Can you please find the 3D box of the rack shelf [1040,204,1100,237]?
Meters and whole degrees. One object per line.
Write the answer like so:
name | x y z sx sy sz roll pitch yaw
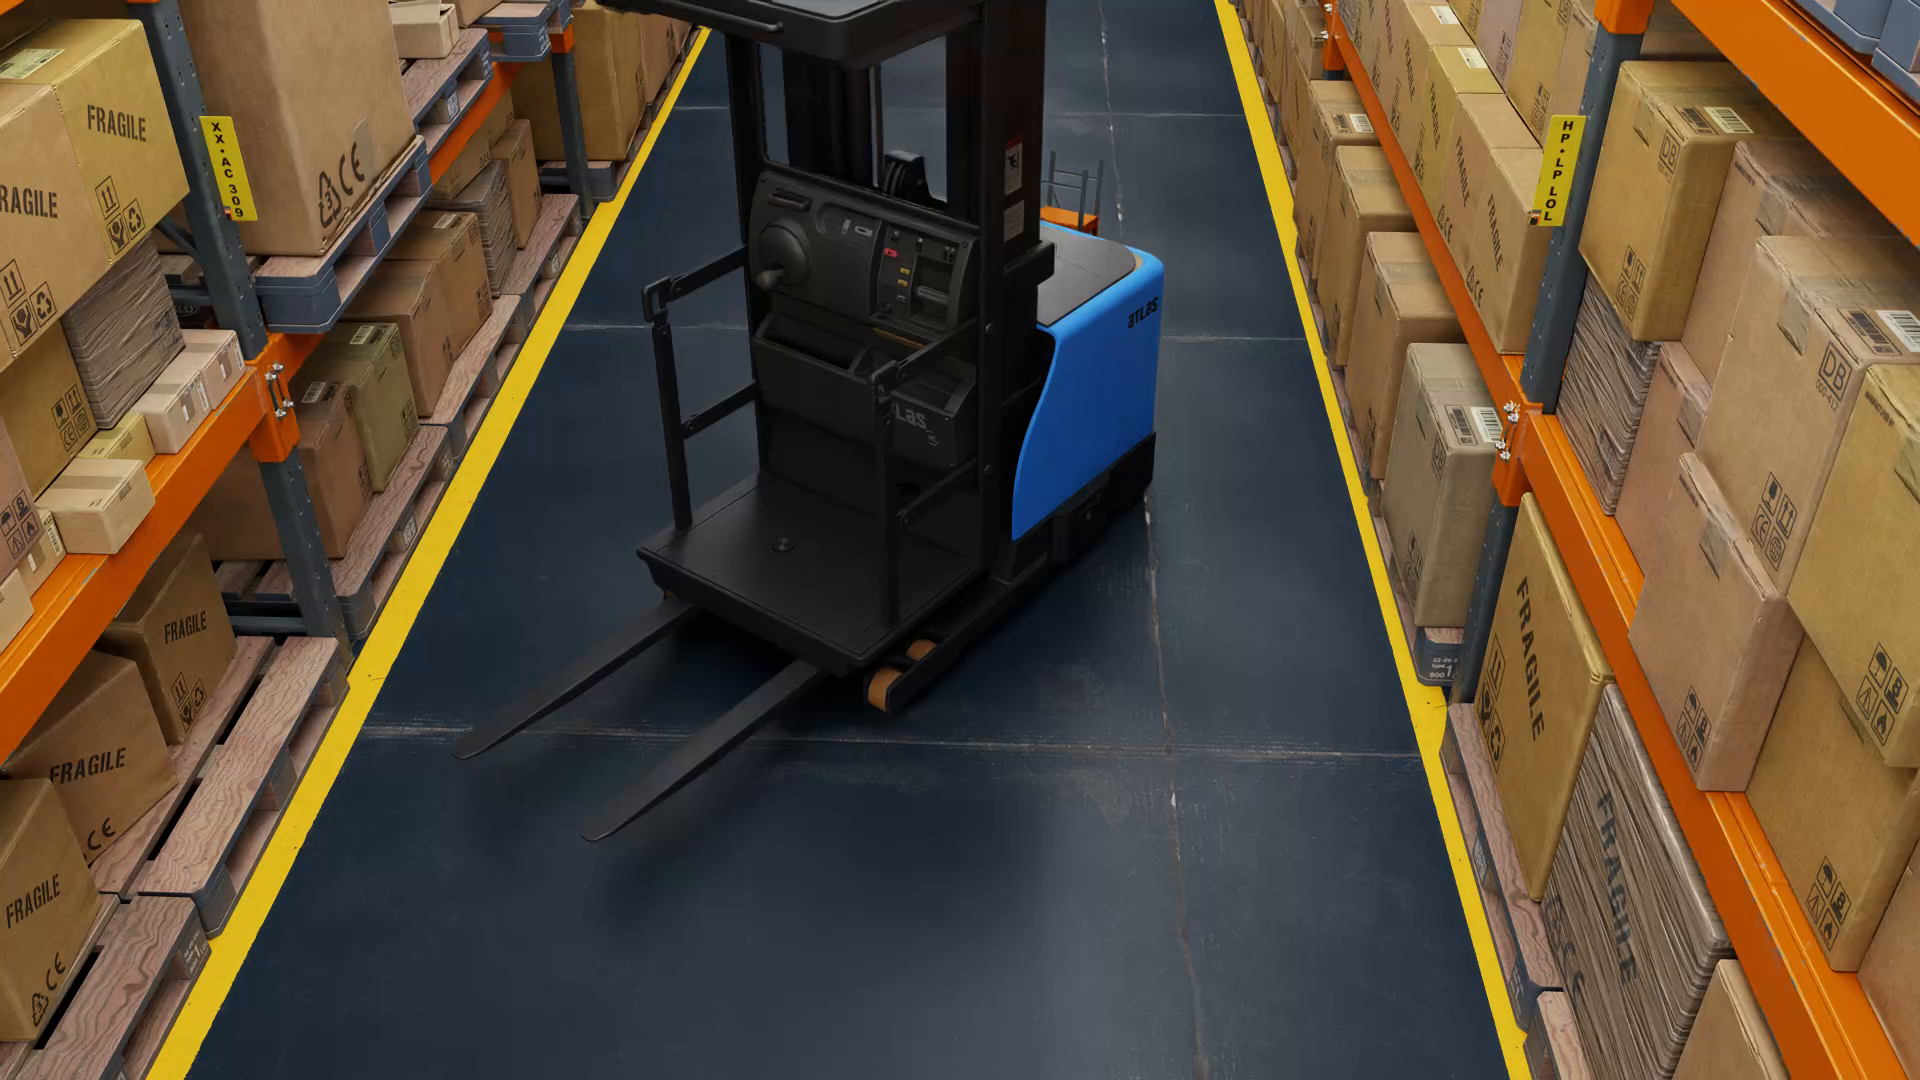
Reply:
rack shelf | 0.437 -1.328 7.038 0.258 0.103 0.180 16 30 21

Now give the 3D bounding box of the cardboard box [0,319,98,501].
cardboard box | -2.862 -0.379 4.335 0.875 0.500 0.500 1 35 2

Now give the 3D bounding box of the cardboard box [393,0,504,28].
cardboard box | -2.470 -2.636 7.440 0.700 0.500 0.500 6 36 9

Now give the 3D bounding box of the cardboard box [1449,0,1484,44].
cardboard box | 2.300 -2.198 6.313 0.700 0.500 0.500 1 35 1

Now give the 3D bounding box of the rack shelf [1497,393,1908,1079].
rack shelf | 2.145 0.856 3.548 1.077 0.370 4.000 1 35 2

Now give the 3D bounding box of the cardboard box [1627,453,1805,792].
cardboard box | 2.084 0.188 3.744 0.875 0.550 0.550 1 35 2

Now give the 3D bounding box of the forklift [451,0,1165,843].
forklift | -0.475 -0.909 5.494 1.130 2.935 3.031 23 41 29

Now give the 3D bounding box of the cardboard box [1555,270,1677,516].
cardboard box | 2.222 -0.436 4.631 0.875 0.550 0.550 1 35 2

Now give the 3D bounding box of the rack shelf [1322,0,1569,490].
rack shelf | 2.306 -1.442 6.818 1.077 0.370 4.000 1 35 2

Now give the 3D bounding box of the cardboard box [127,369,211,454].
cardboard box | -2.461 -0.383 4.905 0.380 0.149 0.250 1 35 2

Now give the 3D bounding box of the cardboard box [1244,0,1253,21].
cardboard box | 2.252 -3.914 11.519 0.500 0.500 0.500 3 35 4

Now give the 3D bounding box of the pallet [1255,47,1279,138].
pallet | 2.470 -2.892 10.682 1.003 0.211 1.213 1 35 2

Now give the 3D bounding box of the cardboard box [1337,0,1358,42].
cardboard box | 2.098 -2.674 7.860 0.500 0.500 0.500 2 35 2

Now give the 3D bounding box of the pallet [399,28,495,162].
pallet | -2.605 -1.841 6.928 1.003 0.211 1.213 1 35 2

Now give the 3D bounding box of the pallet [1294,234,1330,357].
pallet | 2.279 -1.293 8.406 1.003 0.211 1.213 1 35 2

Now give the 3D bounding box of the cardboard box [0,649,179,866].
cardboard box | -2.798 0.649 5.026 0.500 0.500 0.500 12 37 17

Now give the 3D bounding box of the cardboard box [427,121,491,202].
cardboard box | -2.574 -1.831 7.886 0.500 0.250 0.500 5 35 7

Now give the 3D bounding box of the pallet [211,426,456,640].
pallet | -2.697 -0.066 6.661 1.003 0.211 1.213 1 35 2

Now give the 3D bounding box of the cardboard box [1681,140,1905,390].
cardboard box | 2.270 -0.560 3.869 0.875 0.550 0.550 1 35 2

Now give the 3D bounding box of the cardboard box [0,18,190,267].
cardboard box | -2.470 -1.066 4.444 0.500 0.500 0.500 1 35 2

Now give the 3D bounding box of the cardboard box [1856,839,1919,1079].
cardboard box | 2.182 0.800 2.872 0.875 0.550 0.550 1 35 2

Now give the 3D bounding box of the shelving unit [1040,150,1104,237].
shelving unit | 0.419 -1.050 7.187 0.258 1.200 0.189 16 30 21

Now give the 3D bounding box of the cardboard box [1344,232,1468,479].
cardboard box | 2.203 -0.751 6.802 1.050 0.750 0.750 1 35 2

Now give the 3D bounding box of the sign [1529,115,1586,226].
sign | 1.683 -1.035 4.676 0.100 0.325 0.005 1 35 2

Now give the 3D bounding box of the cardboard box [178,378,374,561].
cardboard box | -2.681 -0.269 6.316 0.700 0.500 0.500 -1 35 -2

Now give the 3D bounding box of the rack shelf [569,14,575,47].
rack shelf | -2.486 -3.913 10.334 1.077 0.370 4.000 1 35 2

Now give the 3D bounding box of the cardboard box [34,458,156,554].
cardboard box | -2.430 -0.095 4.495 0.380 0.149 0.250 1 35 2

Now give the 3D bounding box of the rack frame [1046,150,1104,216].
rack frame | 0.458 -1.087 7.261 0.240 1.200 0.006 16 30 21

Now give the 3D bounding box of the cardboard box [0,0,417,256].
cardboard box | -2.555 -1.630 5.574 1.000 1.000 1.000 2 35 2

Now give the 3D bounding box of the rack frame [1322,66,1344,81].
rack frame | 2.386 -2.885 8.247 1.000 3.000 0.127 1 35 2

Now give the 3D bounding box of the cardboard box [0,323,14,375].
cardboard box | -2.510 -0.492 3.626 0.500 0.500 0.500 1 35 2

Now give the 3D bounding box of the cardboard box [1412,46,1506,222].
cardboard box | 2.020 -1.515 6.209 0.500 0.500 0.500 2 35 2

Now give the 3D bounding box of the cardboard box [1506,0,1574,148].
cardboard box | 2.258 -1.618 5.487 0.700 0.500 0.500 1 35 1

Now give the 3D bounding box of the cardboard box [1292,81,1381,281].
cardboard box | 2.272 -1.789 8.278 1.050 0.750 0.750 1 35 1

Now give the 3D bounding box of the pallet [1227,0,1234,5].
pallet | 2.538 -4.429 12.869 1.003 0.211 1.213 1 35 2

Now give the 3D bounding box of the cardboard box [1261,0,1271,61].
cardboard box | 2.225 -3.309 10.658 0.500 0.500 0.500 2 35 3

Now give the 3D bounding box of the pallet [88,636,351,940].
pallet | -2.718 0.768 5.474 1.003 0.211 1.213 1 35 2

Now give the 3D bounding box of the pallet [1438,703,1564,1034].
pallet | 2.116 0.989 5.159 1.003 0.211 1.213 1 35 2

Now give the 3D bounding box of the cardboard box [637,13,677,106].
cardboard box | -2.474 -3.268 10.274 1.225 0.875 0.875 1 35 2

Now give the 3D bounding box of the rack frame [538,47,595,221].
rack frame | -2.566 -3.058 8.492 1.000 3.000 0.127 1 35 2

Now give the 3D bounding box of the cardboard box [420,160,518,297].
cardboard box | -2.582 -1.511 8.082 0.700 0.500 0.500 -1 35 -2

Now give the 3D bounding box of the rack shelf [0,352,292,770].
rack shelf | -2.807 0.684 3.794 1.077 0.370 4.000 1 35 2

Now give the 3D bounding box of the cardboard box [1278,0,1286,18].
cardboard box | 2.197 -3.322 10.025 0.500 0.250 0.500 2 35 3

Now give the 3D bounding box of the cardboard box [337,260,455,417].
cardboard box | -2.621 -0.864 7.162 0.700 0.500 0.500 -2 35 -2

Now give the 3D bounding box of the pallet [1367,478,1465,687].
pallet | 2.181 0.109 6.412 1.003 0.211 1.213 1 35 2

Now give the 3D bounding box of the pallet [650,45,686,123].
pallet | -2.407 -3.067 10.931 1.003 0.211 1.213 1 35 2

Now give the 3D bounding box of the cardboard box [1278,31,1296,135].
cardboard box | 2.176 -2.717 9.815 0.500 0.500 0.500 3 35 4

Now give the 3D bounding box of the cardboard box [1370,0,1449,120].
cardboard box | 2.060 -2.092 7.032 0.500 0.500 0.500 1 35 2

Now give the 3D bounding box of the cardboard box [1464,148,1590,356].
cardboard box | 1.979 -0.934 5.383 0.500 0.500 0.500 1 35 2

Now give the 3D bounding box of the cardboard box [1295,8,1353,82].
cardboard box | 2.151 -2.740 9.197 0.500 0.250 0.500 1 35 1

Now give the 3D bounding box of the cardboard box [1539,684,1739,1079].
cardboard box | 2.098 0.988 4.218 0.875 0.875 0.875 2 35 2

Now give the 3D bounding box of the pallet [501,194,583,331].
pallet | -2.599 -1.468 8.655 1.003 0.211 1.213 1 35 2

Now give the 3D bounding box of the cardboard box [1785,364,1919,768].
cardboard box | 2.098 0.051 2.999 0.875 0.550 0.500 1 35 2

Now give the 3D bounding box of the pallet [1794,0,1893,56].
pallet | 2.182 -1.308 3.471 1.003 0.211 1.213 1 35 2

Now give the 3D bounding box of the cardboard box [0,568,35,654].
cardboard box | -2.541 0.190 4.089 0.380 0.149 0.250 1 35 2
